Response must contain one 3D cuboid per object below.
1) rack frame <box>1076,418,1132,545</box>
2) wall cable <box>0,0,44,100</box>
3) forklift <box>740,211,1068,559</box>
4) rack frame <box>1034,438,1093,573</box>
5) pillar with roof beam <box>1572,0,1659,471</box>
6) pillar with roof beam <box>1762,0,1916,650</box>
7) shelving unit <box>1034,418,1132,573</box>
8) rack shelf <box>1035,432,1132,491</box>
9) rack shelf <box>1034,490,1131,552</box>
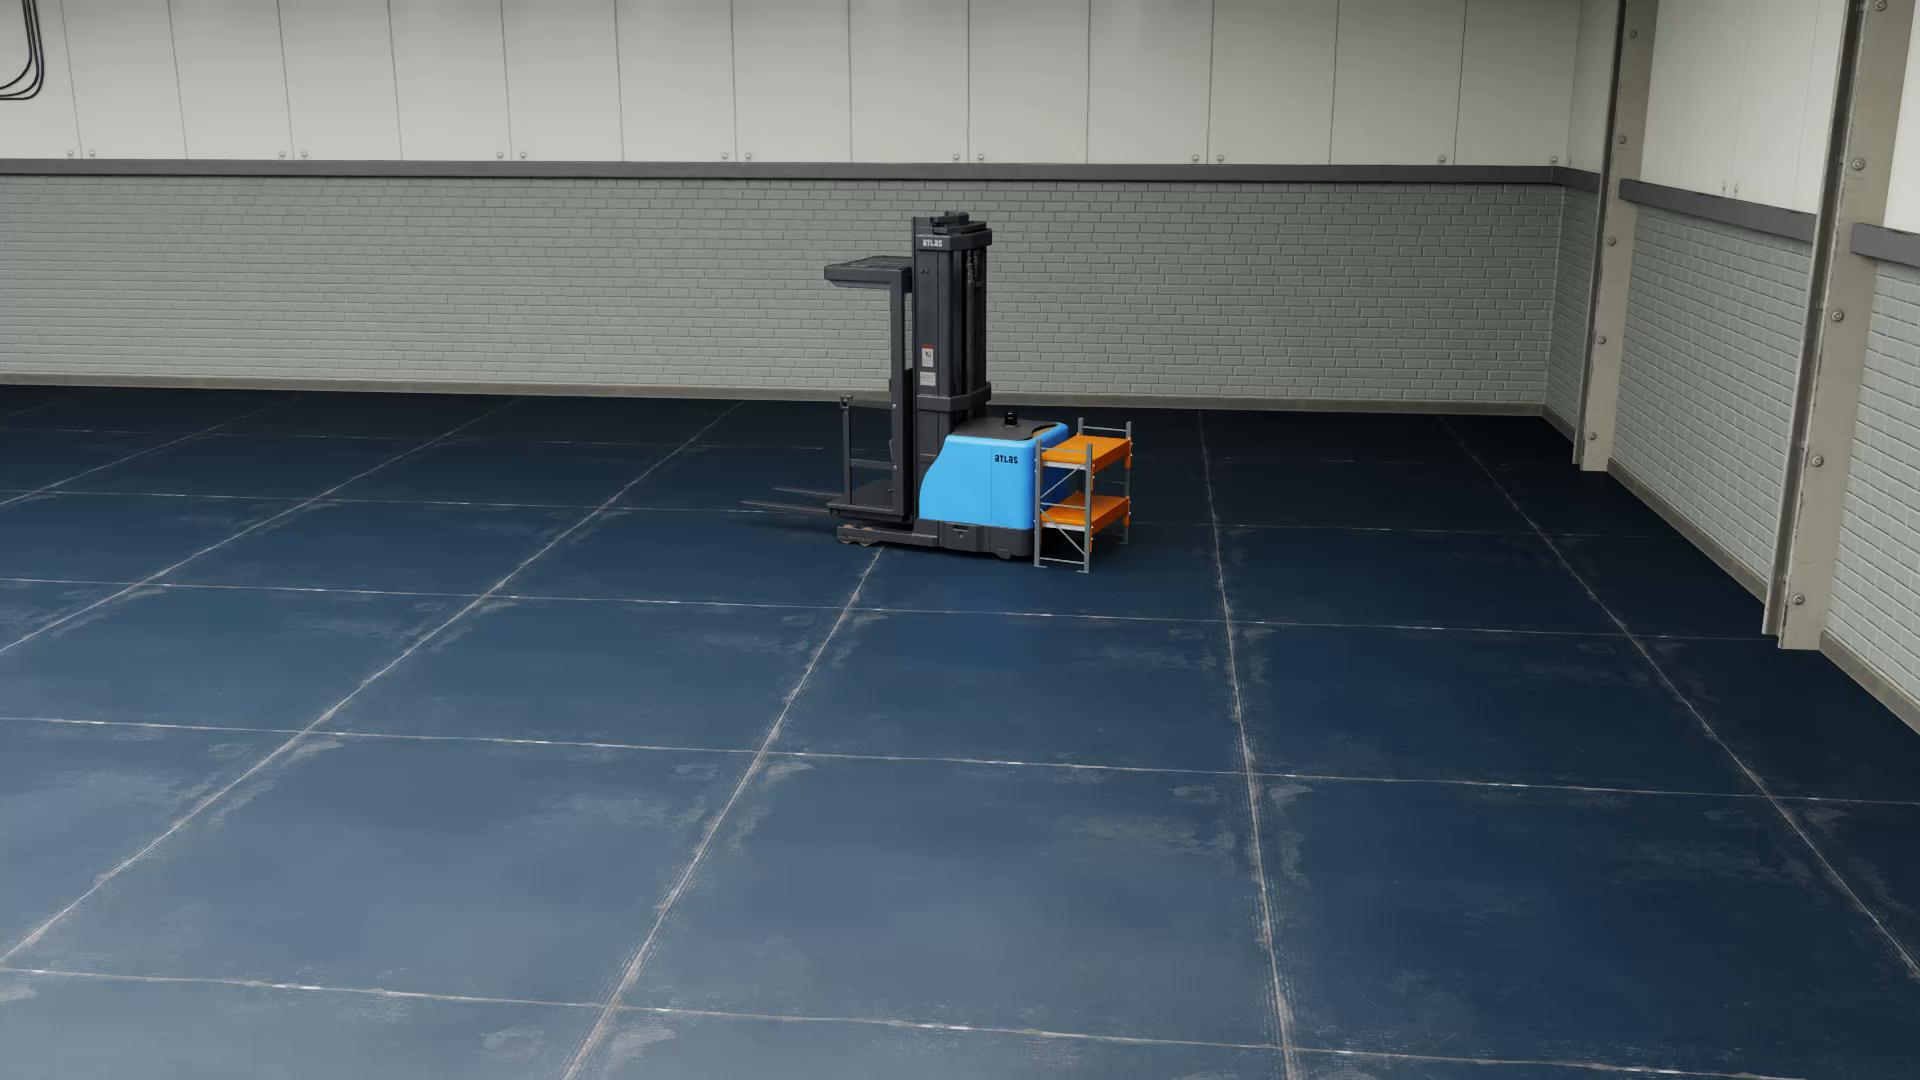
[{"bbox_3d":[1.300,-0.531,15.061,0.500,1.125,0.032,7,17,24],"label":"rack frame"},{"bbox_3d":[-13.310,-8.156,21.657,2.305,6.003,0.169,2,15,6],"label":"wall cable"},{"bbox_3d":[-0.570,-1.480,15.109,3.031,2.935,1.130,7,16,23],"label":"forklift"},{"bbox_3d":[0.878,-0.290,14.168,0.500,1.125,0.032,7,17,24],"label":"rack frame"},{"bbox_3d":[2.634,-5.272,17.506,9.100,9.000,0.400,2,15,6],"label":"pillar with roof beam"},{"bbox_3d":[1.957,-3.716,11.751,9.100,9.000,0.400,2,15,6],"label":"pillar with roof beam"},{"bbox_3d":[1.089,-0.411,14.614,0.538,1.125,1.048,7,17,24],"label":"shelving unit"},{"bbox_3d":[1.089,-0.693,14.538,0.538,0.278,1.000,7,17,24],"label":"rack shelf"},{"bbox_3d":[1.089,-0.175,14.678,0.538,0.278,1.000,7,17,24],"label":"rack shelf"}]
